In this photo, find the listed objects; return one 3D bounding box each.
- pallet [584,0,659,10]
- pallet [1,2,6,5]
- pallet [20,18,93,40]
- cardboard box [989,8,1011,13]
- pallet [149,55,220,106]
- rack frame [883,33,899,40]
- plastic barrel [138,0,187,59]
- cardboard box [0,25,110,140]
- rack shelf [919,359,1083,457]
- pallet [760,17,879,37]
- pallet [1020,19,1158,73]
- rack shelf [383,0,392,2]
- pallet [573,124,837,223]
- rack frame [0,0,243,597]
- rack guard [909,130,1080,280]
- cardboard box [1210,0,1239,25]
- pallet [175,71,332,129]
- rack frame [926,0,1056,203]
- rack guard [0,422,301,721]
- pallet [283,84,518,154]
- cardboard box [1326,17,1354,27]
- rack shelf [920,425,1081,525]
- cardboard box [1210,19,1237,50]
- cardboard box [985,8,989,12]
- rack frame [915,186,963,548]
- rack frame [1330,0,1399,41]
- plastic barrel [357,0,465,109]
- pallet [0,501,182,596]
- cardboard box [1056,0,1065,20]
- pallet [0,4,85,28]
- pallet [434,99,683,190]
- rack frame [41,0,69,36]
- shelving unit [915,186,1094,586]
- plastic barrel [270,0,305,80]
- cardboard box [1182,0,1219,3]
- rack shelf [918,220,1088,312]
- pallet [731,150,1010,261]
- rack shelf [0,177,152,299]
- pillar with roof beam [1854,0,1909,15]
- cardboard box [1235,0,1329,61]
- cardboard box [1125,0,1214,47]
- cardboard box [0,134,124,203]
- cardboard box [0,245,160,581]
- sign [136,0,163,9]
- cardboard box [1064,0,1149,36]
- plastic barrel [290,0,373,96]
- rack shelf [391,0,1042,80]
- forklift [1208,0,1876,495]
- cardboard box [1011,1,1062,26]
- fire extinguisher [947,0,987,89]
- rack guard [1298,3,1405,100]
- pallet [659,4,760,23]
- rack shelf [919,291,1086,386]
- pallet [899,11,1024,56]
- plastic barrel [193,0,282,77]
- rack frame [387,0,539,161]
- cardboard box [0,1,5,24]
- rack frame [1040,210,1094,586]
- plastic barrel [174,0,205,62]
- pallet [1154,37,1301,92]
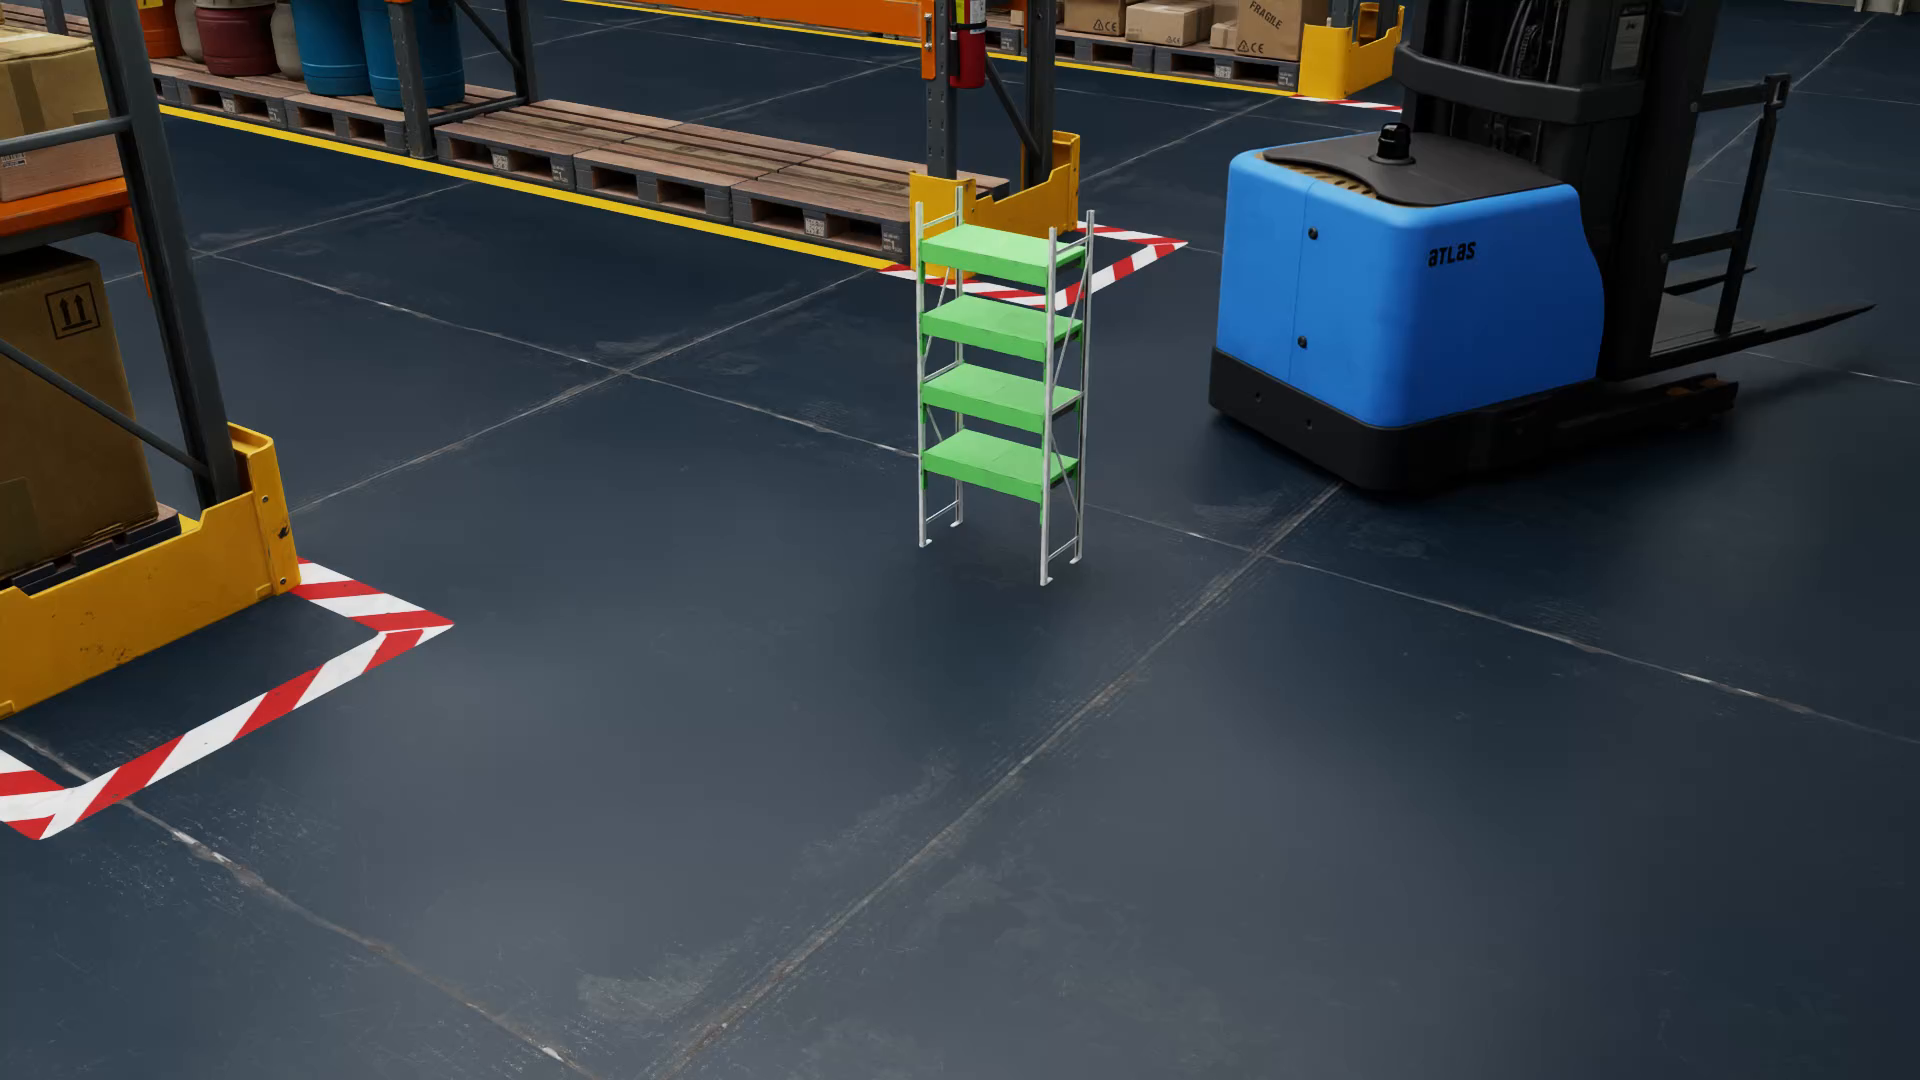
[{"bbox_3d":[-3.025,-5.342,16.014,1.213,0.211,1.003,17,32,30],"label":"pallet"},{"bbox_3d":[-9.054,-4.537,14.432,1.213,0.211,1.003,17,32,30],"label":"pallet"},{"bbox_3d":[-7.043,-3.910,13.201,1.213,0.211,1.003,17,32,30],"label":"pallet"},{"bbox_3d":[0.308,-4.805,14.155,0.500,0.500,0.500,17,32,30],"label":"cardboard box"},{"bbox_3d":[-5.753,-3.510,12.414,1.213,0.211,1.003,17,32,30],"label":"pallet"},{"bbox_3d":[-0.322,-5.763,13.767,0.127,3.000,1.000,17,32,30],"label":"rack frame"},{"bbox_3d":[-6.014,-4.040,12.311,0.708,0.830,0.600,17,32,30],"label":"plastic barrel"},{"bbox_3d":[-2.879,-1.323,4.881,0.500,0.250,0.500,16,31,29],"label":"cardboard box"},{"bbox_3d":[0.136,-0.435,5.423,0.480,0.148,0.258,17,32,30],"label":"rack shelf"},{"bbox_3d":[-1.014,-4.715,14.783,1.213,0.211,1.003,17,32,30],"label":"pallet"},{"bbox_3d":[1.253,-4.031,13.438,1.213,0.211,1.003,17,32,30],"label":"pallet"},{"bbox_3d":[-4.778,-4.105,11.303,4.000,0.370,1.077,17,32,30],"label":"rack shelf"},{"bbox_3d":[-1.492,-2.182,9.805,1.213,0.211,1.003,17,32,30],"label":"pallet"},{"bbox_3d":[-2.636,-1.033,4.473,0.127,3.000,1.000,17,32,30],"label":"rack frame"},{"bbox_3d":[0.195,-1.770,8.676,0.348,0.500,1.175,17,32,30],"label":"rack guard"},{"bbox_3d":[2.276,-4.081,13.008,0.500,0.250,0.500,17,32,30],"label":"cardboard box"},{"bbox_3d":[-4.752,-3.196,11.798,1.213,0.211,1.003,17,32,30],"label":"pallet"},{"bbox_3d":[0.168,-2.885,8.112,0.127,3.000,1.000,17,32,30],"label":"rack frame"},{"bbox_3d":[-2.617,0.087,5.028,0.348,0.500,1.175,17,32,30],"label":"rack guard"},{"bbox_3d":[-3.742,-2.883,11.183,1.213,0.211,1.003,17,32,30],"label":"pallet"},{"bbox_3d":[2.825,-3.898,12.760,0.250,0.149,0.380,17,32,30],"label":"cardboard box"},{"bbox_3d":[0.136,-0.221,5.532,0.480,0.148,0.258,17,32,30],"label":"rack shelf"},{"bbox_3d":[2.105,-3.855,12.656,0.250,0.166,0.380,17,32,30],"label":"cardboard box"},{"bbox_3d":[-0.098,-4.572,13.907,0.500,0.311,0.500,17,32,30],"label":"cardboard box"},{"bbox_3d":[-0.065,-0.555,5.517,0.015,1.200,0.240,17,32,30],"label":"rack frame"},{"bbox_3d":[2.975,-4.736,11.749,0.127,3.000,1.000,17,32,30],"label":"rack frame"},{"bbox_3d":[-3.568,-3.310,10.798,0.708,0.901,0.600,17,32,30],"label":"plastic barrel"},{"bbox_3d":[-3.340,0.033,5.452,1.213,0.211,1.003,17,32,30],"label":"pallet"},{"bbox_3d":[0.927,-4.528,13.820,0.500,0.311,0.500,17,32,30],"label":"cardboard box"},{"bbox_3d":[-8.045,-4.224,13.817,1.213,0.211,1.003,17,32,30],"label":"pallet"},{"bbox_3d":[-2.501,-2.495,10.420,1.213,0.211,1.003,17,32,30],"label":"pallet"},{"bbox_3d":[-6.427,-4.939,12.149,0.127,3.000,1.000,17,32,30],"label":"rack frame"},{"bbox_3d":[0.136,-0.492,5.394,0.503,1.200,0.258,17,32,30],"label":"shelving unit"},{"bbox_3d":[-4.567,-3.497,11.594,0.421,0.512,0.421,0,27,0],"label":"plastic barrel"},{"bbox_3d":[1.863,-4.209,13.260,0.500,0.250,0.500,17,32,30],"label":"cardboard box"},{"bbox_3d":[0.136,-0.863,5.206,0.480,0.148,0.258,17,32,30],"label":"rack shelf"},{"bbox_3d":[-0.490,-1.869,9.189,1.213,0.211,1.003,17,32,30],"label":"pallet"},{"bbox_3d":[-4.285,-1.226,5.646,4.000,0.370,1.077,17,32,30],"label":"rack shelf"},{"bbox_3d":[6.055,-7.283,10.140,0.400,9.000,9.100,17,32,30],"label":"pillar with roof beam"},{"bbox_3d":[2.388,-3.866,12.310,0.500,0.500,0.500,17,32,30],"label":"cardboard box"},{"bbox_3d":[1.622,-4.009,12.868,0.500,0.250,0.500,17,32,30],"label":"cardboard box"},{"bbox_3d":[-2.742,-1.136,4.952,0.250,0.149,0.380,18,32,31],"label":"cardboard box"},{"bbox_3d":[-3.209,-0.408,5.124,0.875,0.875,0.875,17,32,30],"label":"cardboard box"},{"bbox_3d":[-2.317,-1.661,4.664,0.005,0.325,0.100,17,32,30],"label":"sign"},{"bbox_3d":[1.230,-4.366,13.290,0.637,0.503,0.797,17,32,30],"label":"cardboard box"},{"bbox_3d":[-4.152,-3.492,11.155,0.708,0.901,0.600,17,32,30],"label":"plastic barrel"},{"bbox_3d":[-1.481,-3.078,9.284,4.000,0.370,1.077,17,32,30],"label":"rack shelf"},{"bbox_3d":[2.537,-1.941,6.332,3.031,2.935,1.130,-14,30,-26],"label":"forklift"},{"bbox_3d":[0.620,-4.290,13.510,0.250,0.166,0.380,17,32,30],"label":"cardboard box"},{"bbox_3d":[0.035,-2.476,7.804,0.183,0.674,0.296,17,32,30],"label":"fire extinguisher"},{"bbox_3d":[2.913,-3.642,12.354,0.348,0.500,1.175,17,32,30],"label":"rack guard"},{"bbox_3d":[-2.024,-5.028,15.398,1.213,0.211,1.003,17,32,30],"label":"pallet"},{"bbox_3d":[0.136,-0.649,5.314,0.480,0.148,0.258,17,32,30],"label":"rack shelf"},{"bbox_3d":[0.244,-4.344,14.053,1.213,0.211,1.003,17,32,30],"label":"pallet"},{"bbox_3d":[-5.083,-3.643,11.796,0.708,0.588,0.600,17,32,30],"label":"plastic barrel"},{"bbox_3d":[-3.129,-3.912,10.130,0.127,3.000,1.000,17,32,30],"label":"rack frame"},{"bbox_3d":[-3.291,-1.786,4.963,0.500,0.500,0.500,16,31,29],"label":"cardboard box"},{"bbox_3d":[0.338,-0.430,5.271,0.015,1.200,0.240,17,32,30],"label":"rack frame"},{"bbox_3d":[-5.498,-3.787,12.164,0.421,0.512,0.421,0,27,0],"label":"plastic barrel"},{"bbox_3d":[2.255,-3.717,12.822,1.213,0.211,1.003,17,32,30],"label":"pallet"}]
